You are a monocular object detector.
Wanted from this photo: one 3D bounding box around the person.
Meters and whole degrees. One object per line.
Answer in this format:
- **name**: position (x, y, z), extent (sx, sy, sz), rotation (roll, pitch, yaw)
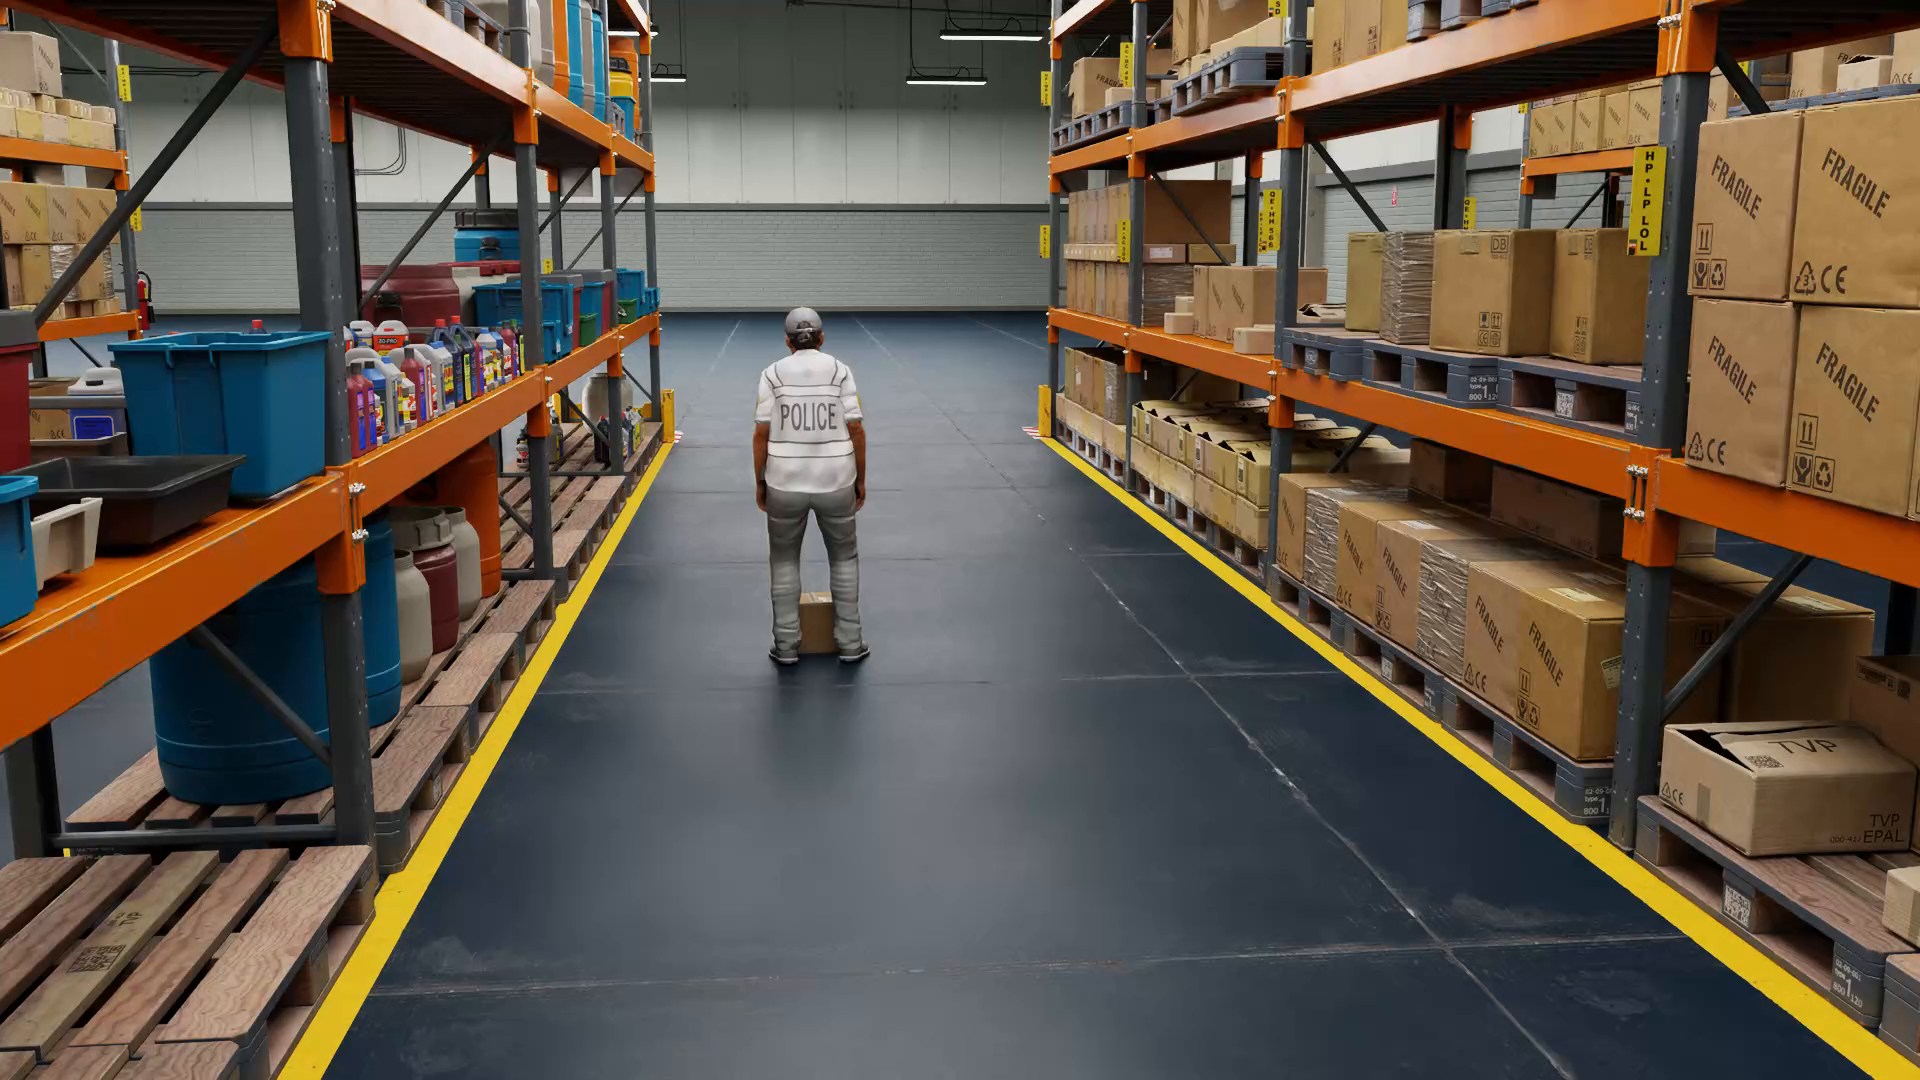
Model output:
- **person**: position (-0.696, -0.252, 7.803), extent (0.537, 1.666, 0.468), rotation (-1, 10, -6)
